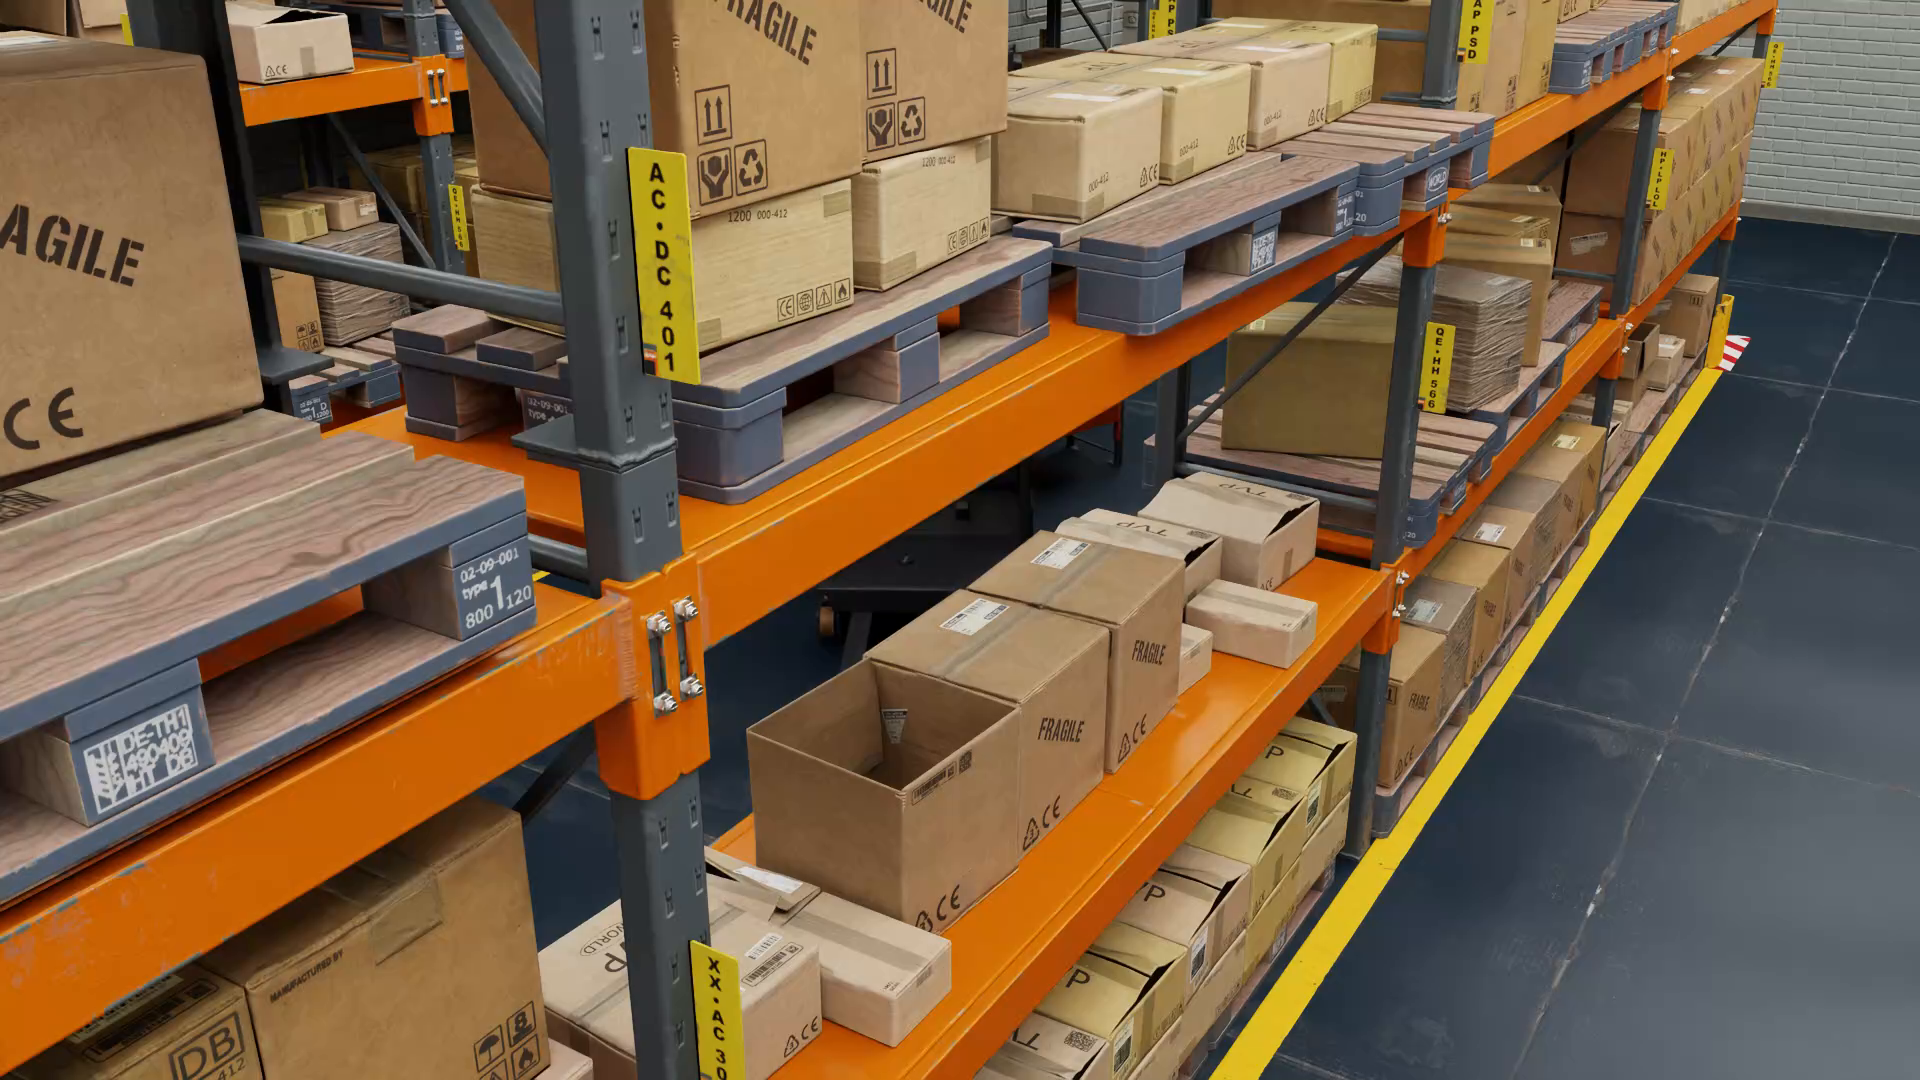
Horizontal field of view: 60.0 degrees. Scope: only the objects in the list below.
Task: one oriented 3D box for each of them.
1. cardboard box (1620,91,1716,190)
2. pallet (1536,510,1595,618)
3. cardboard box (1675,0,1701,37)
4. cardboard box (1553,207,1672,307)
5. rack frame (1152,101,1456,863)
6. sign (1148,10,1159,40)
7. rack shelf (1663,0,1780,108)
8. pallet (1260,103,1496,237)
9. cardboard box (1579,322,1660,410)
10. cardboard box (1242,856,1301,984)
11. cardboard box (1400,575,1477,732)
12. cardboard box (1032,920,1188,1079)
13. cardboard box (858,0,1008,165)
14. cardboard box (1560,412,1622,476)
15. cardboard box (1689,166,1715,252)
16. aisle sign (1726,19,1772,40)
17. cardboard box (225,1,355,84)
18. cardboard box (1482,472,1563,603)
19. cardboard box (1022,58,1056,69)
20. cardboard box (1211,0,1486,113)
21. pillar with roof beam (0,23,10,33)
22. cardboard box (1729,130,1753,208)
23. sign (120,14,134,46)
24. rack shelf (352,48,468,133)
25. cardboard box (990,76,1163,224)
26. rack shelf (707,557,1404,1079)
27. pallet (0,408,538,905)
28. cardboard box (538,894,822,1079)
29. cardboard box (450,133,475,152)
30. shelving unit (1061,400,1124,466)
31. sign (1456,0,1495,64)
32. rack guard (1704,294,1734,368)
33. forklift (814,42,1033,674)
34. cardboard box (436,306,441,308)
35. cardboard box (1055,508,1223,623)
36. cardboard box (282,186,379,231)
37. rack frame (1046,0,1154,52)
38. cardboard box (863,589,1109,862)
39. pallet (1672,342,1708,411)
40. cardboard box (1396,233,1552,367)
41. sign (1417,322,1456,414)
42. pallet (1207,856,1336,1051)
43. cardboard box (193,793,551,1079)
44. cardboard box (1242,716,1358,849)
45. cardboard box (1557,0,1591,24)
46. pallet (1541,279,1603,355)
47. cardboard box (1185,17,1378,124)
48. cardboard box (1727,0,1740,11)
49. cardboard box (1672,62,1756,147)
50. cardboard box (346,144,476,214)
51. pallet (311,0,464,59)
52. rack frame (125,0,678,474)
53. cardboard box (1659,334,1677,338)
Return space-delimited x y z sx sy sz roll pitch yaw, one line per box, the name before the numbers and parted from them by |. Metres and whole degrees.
cardboard box | 4.366 -2.498 10.361 0.500 0.500 0.500 13 27 27
pallet | 2.938 0.016 9.447 1.003 0.211 1.213 14 27 29
cardboard box | 3.802 -2.966 9.238 0.500 0.250 0.500 14 27 29
cardboard box | 3.835 -1.707 9.791 0.500 0.500 0.500 15 27 30
rack frame | 1.225 -0.196 6.427 1.000 3.000 0.127 14 27 29
sign | 1.688 -4.454 14.508 0.100 0.325 0.005 14 27 29
rack shelf | 4.390 -3.267 10.651 1.077 0.370 4.000 14 27 29
pallet | 0.943 -1.238 5.296 1.213 0.211 1.003 15 28 31
cardboard box | 4.322 -1.237 11.421 0.797 0.503 0.637 14 27 29
cardboard box | 0.886 1.277 5.958 0.500 0.250 0.500 14 27 28
cardboard box | 1.979 0.478 7.463 0.500 0.500 0.500 13 27 27
cardboard box | 0.354 1.360 5.060 0.500 0.311 0.500 15 27 30
cardboard box | -0.245 -1.087 3.426 0.500 0.500 0.500 17 29 34
cardboard box | 3.740 -0.610 10.214 0.500 0.311 0.500 14 27 29
cardboard box | 4.635 -2.220 10.978 0.500 0.500 0.500 13 27 28
aisle sign | 5.741 -4.048 12.052 0.394 0.787 0.004 14 27 29
cardboard box | -3.136 -2.278 7.547 0.500 0.311 0.500 14 27 29
cardboard box | 2.785 -0.040 8.659 0.500 0.500 0.500 14 27 30
cardboard box | 0.600 -3.648 14.024 0.980 0.700 0.700 14 27 29
cardboard box | 1.426 -1.773 6.167 0.910 0.500 0.500 14 27 29
pillar with roof beam | -0.749 -2.826 4.951 9.100 9.000 0.400 14 27 29
cardboard box | 5.440 -2.734 12.163 0.500 0.500 0.500 15 27 31
sign | -1.351 -0.714 2.802 0.100 0.325 0.005 14 27 29
rack shelf | -1.931 -2.954 9.928 1.077 0.370 4.000 14 27 29
cardboard box | 0.176 -0.979 4.120 0.500 0.250 0.500 11 26 25
rack shelf | 0.170 0.809 5.010 1.077 0.370 4.000 14 27 29
pallet | -1.313 0.112 2.052 1.003 0.211 1.213 14 27 29
cardboard box | -0.662 1.048 3.743 0.500 0.250 0.500 16 28 32
cardboard box | -2.690 -2.150 9.471 0.500 0.250 0.500 13 27 27
shelving unit | 0.494 -0.949 10.526 1.048 1.125 0.538 -18 29 -35
sign | 1.692 -1.727 5.437 0.100 0.325 0.005 14 27 29
rack guard | 5.405 -1.723 13.101 1.175 0.500 0.348 14 27 29
forklift | -0.172 -0.957 8.271 1.130 2.935 3.031 1 23 2
cardboard box | -2.615 -1.189 9.012 0.380 0.149 0.250 13 27 28
cardboard box | 0.589 0.106 5.841 0.500 0.311 0.500 14 27 28
cardboard box | -3.142 -1.655 8.302 0.380 0.149 0.250 10 25 22
rack frame | 1.234 -3.933 15.059 1.000 3.000 0.127 14 27 29
cardboard box | 0.076 0.506 4.680 0.500 0.500 0.500 14 27 29
pallet | 4.985 -1.321 12.537 1.003 0.211 1.213 14 27 29
cardboard box | 2.455 -1.175 8.035 0.700 0.500 0.500 7 24 16
sign | 1.698 -0.612 5.930 0.100 0.325 0.005 14 27 29
pallet | 0.758 1.354 6.358 1.003 0.211 1.213 14 27 29
cardboard box | -1.114 0.664 2.681 0.700 0.500 0.500 14 27 29
cardboard box | 1.158 0.844 6.250 0.500 0.311 0.500 15 27 30
cardboard box | 2.673 -2.822 7.937 0.600 0.600 0.600 14 27 28
pallet | 2.821 -1.211 9.013 1.003 0.211 1.213 14 27 29
cardboard box | 1.033 -1.531 5.396 0.500 0.250 0.500 12 26 25
cardboard box | 4.595 -3.472 10.407 0.500 0.250 0.500 14 27 29
cardboard box | 5.178 -3.022 11.571 0.500 0.500 0.500 15 27 30
cardboard box | -2.967 -1.976 9.069 0.500 0.250 0.500 15 27 30
pallet | -2.691 -2.751 8.791 1.213 0.211 1.003 15 28 31
rack frame | -0.885 -1.599 2.116 1.000 3.000 0.127 14 27 29
cardboard box | 5.077 -1.445 12.324 0.380 0.166 0.250 14 27 29
